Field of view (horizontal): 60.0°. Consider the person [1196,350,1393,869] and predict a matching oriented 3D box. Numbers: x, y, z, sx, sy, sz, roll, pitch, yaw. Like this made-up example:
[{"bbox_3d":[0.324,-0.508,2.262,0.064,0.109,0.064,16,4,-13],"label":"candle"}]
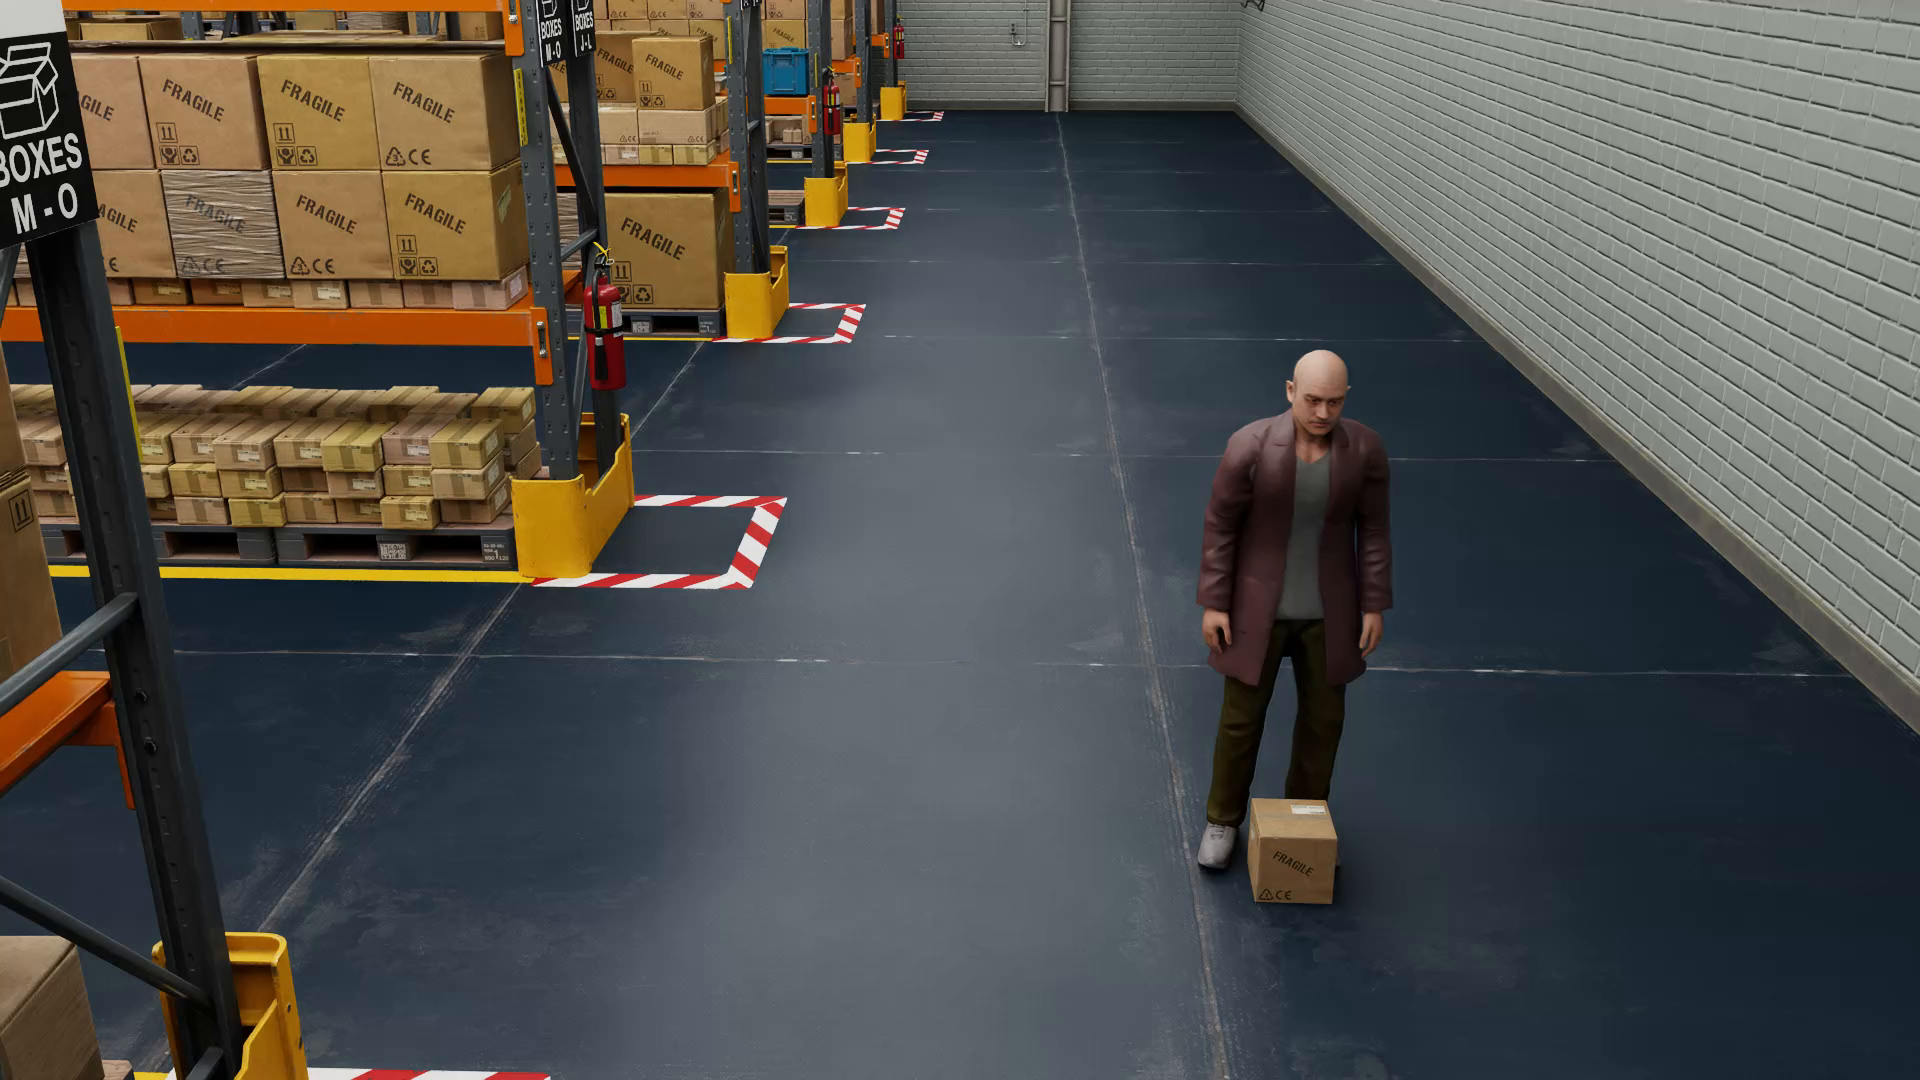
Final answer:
[{"bbox_3d":[1.099,0.230,5.483,0.644,1.774,0.420,1,20,1],"label":"person"}]
